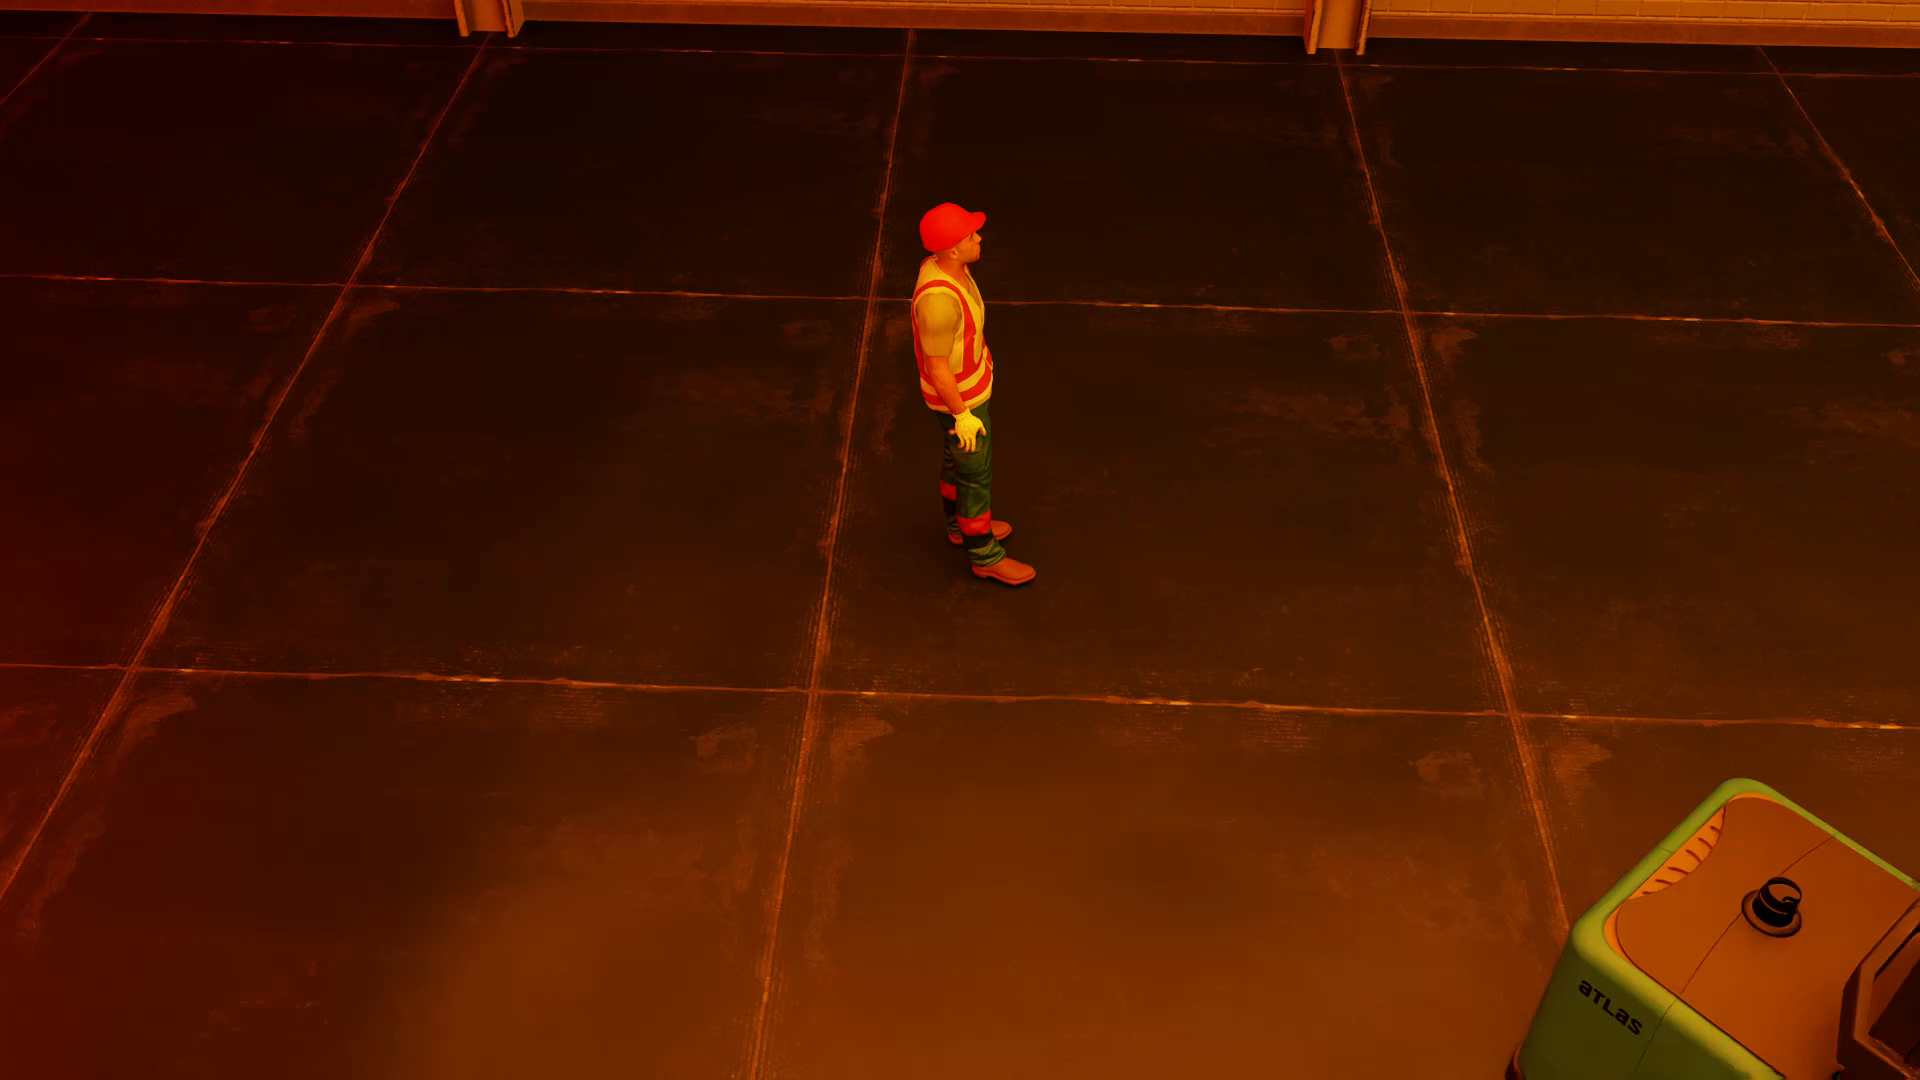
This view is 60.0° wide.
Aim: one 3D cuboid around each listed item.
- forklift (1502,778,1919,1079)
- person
[{"bbox_3d":[3.185,1.436,4.169,1.130,2.935,3.031,-30,50,-29],"label":"forklift"},{"bbox_3d":[0.080,-0.656,7.296,0.562,1.790,0.637,2,42,2],"label":"person"}]
